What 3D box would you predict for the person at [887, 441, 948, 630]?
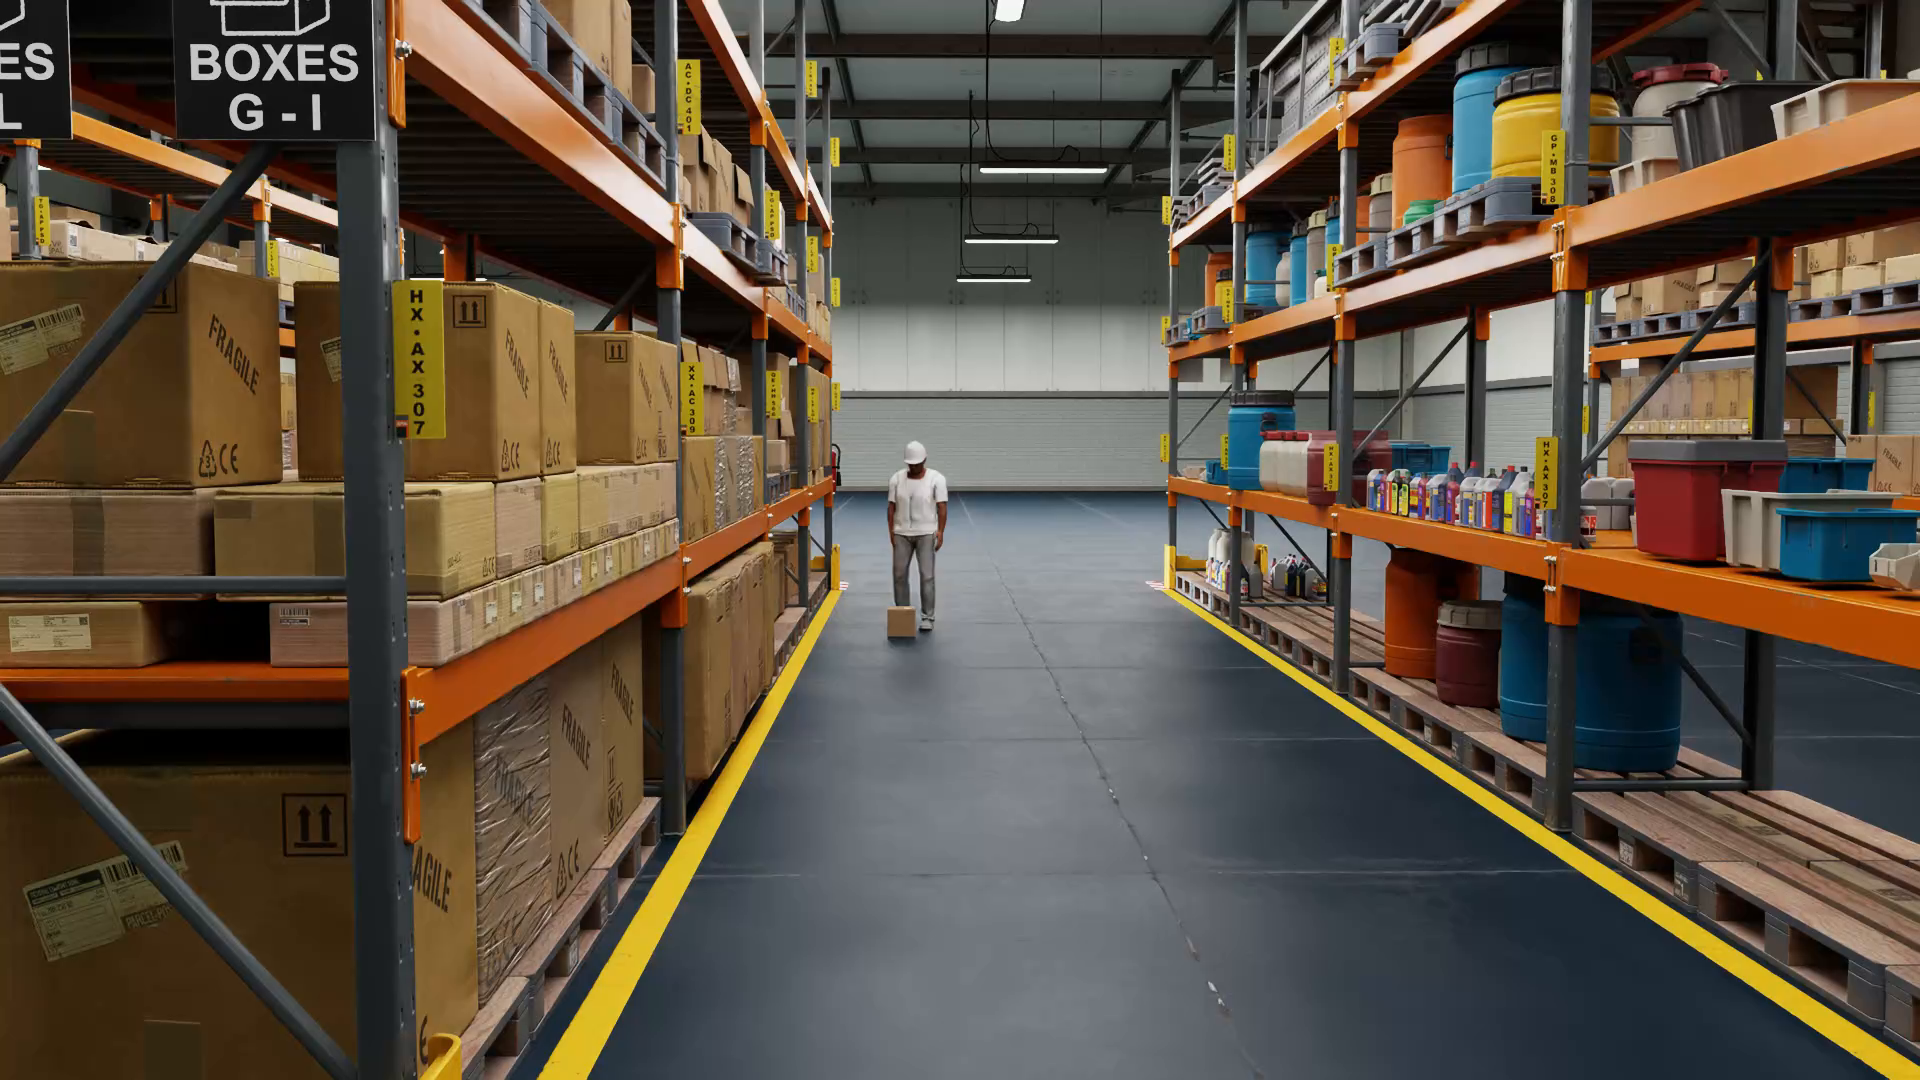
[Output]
[{"bbox_3d":[-0.402,-0.042,15.376,0.578,1.744,0.396,1,4,13],"label":"person"}]
